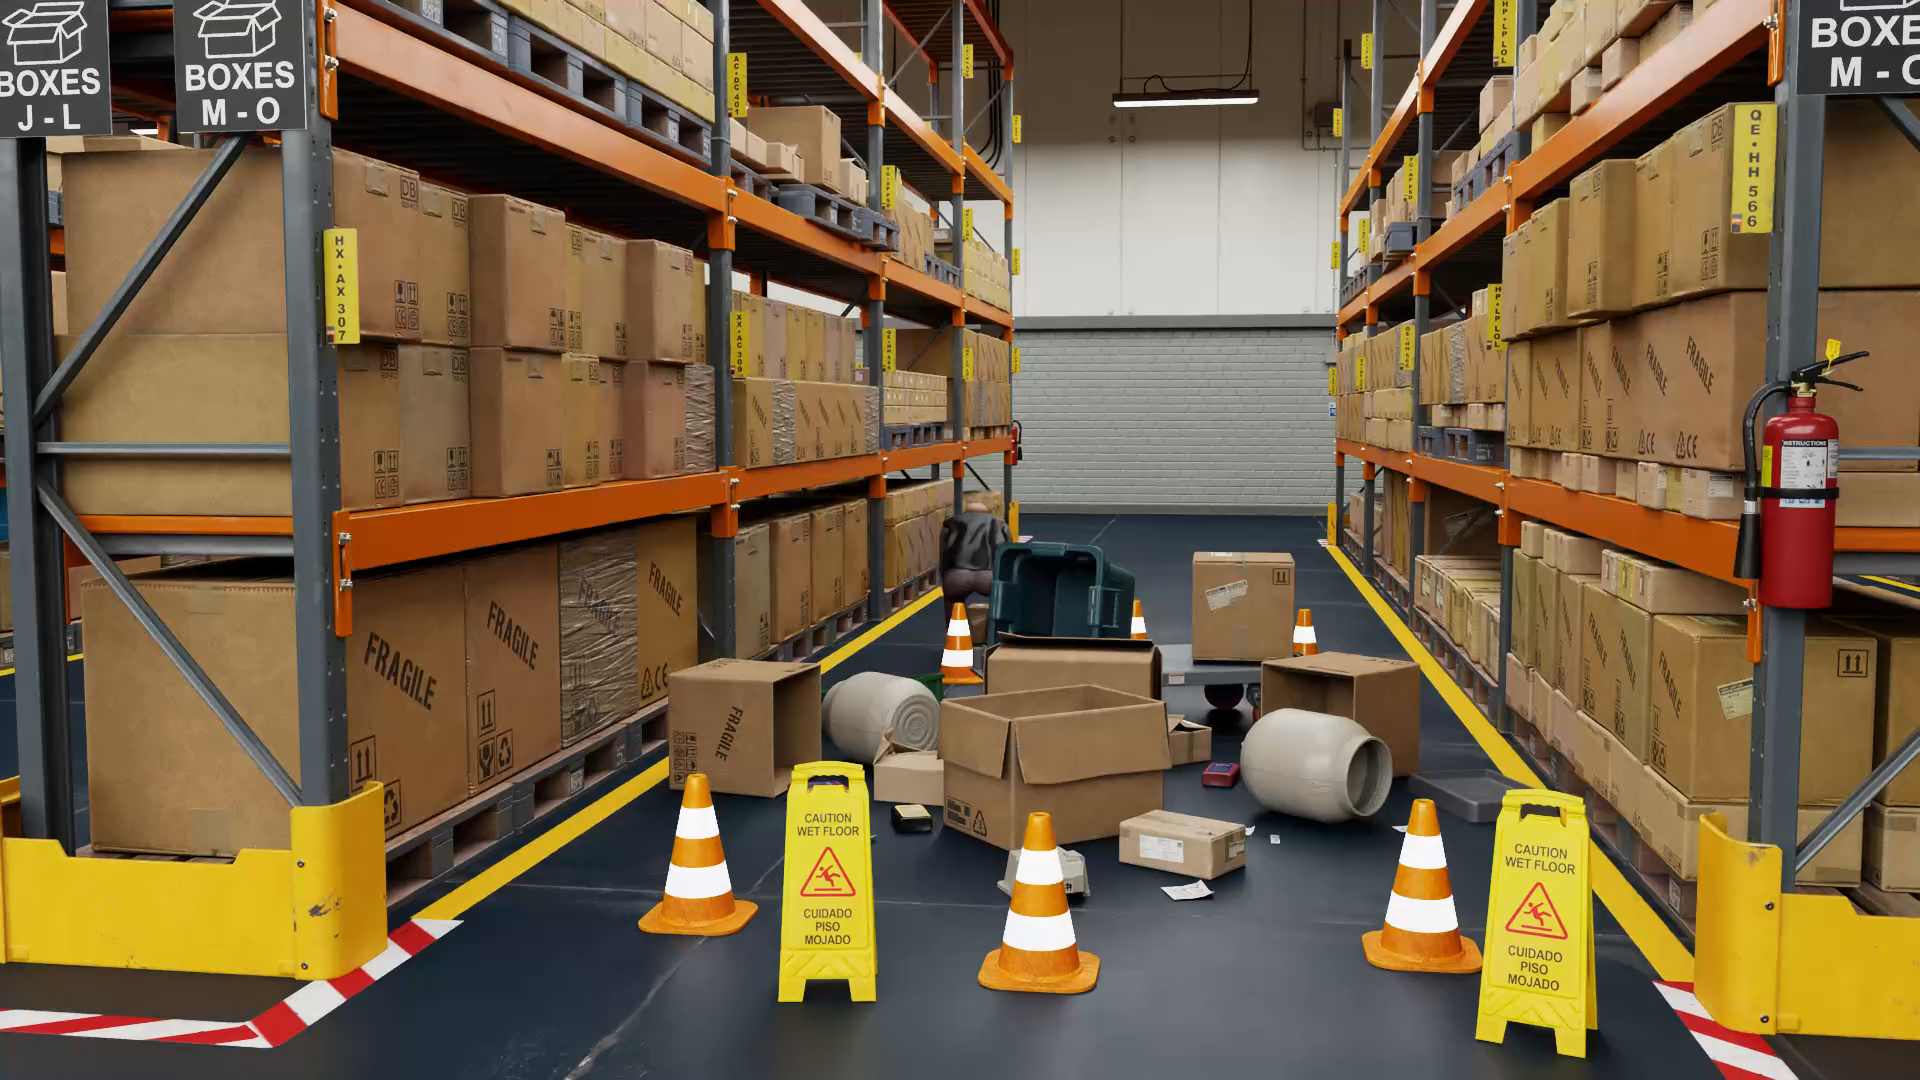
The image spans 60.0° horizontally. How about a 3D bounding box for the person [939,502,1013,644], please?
[{"bbox_3d":[0.096,0.225,11.314,0.541,0.926,0.859,1,4,8],"label":"person"}]
